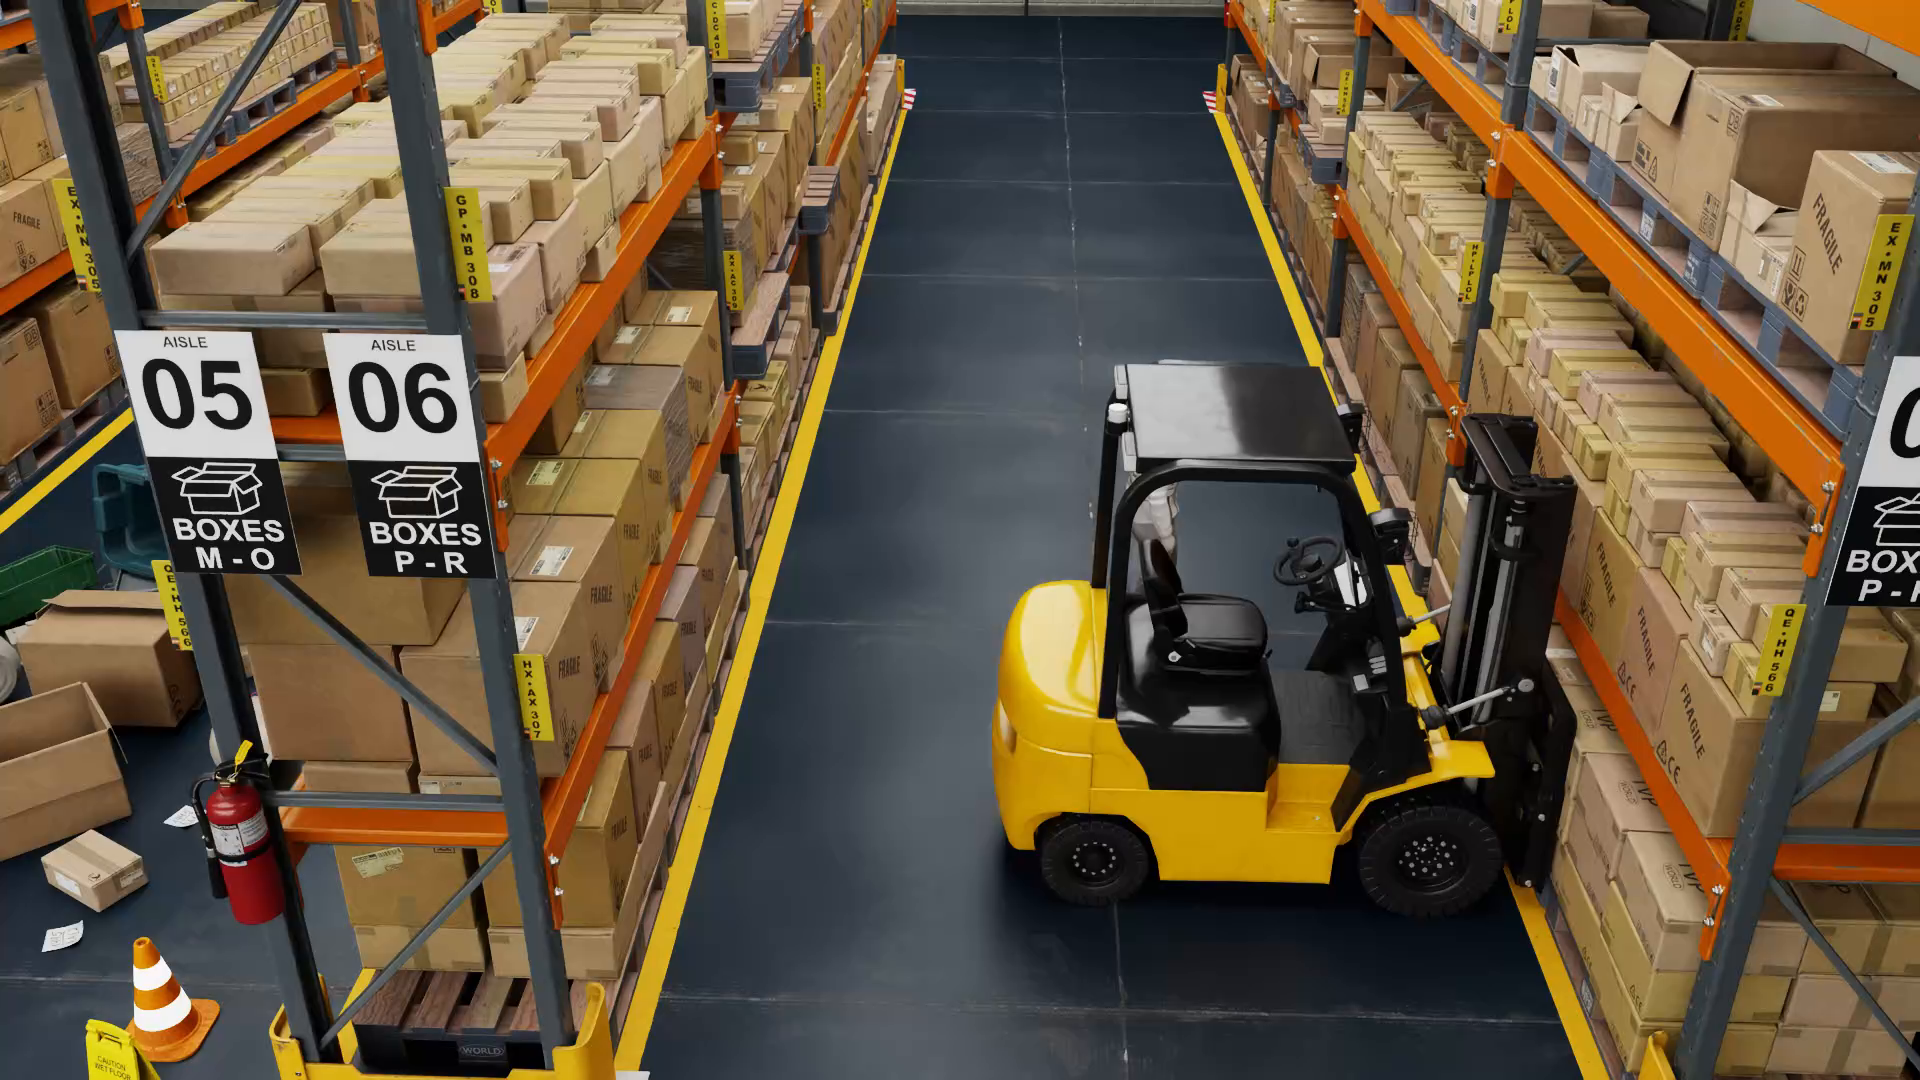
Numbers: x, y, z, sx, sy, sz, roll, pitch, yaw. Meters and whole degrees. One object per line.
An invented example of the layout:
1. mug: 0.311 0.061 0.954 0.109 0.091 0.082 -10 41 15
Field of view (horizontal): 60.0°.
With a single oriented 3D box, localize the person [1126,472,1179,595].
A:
1. person: 1.060 -0.122 8.846 0.374 1.663 0.528 1 28 2
